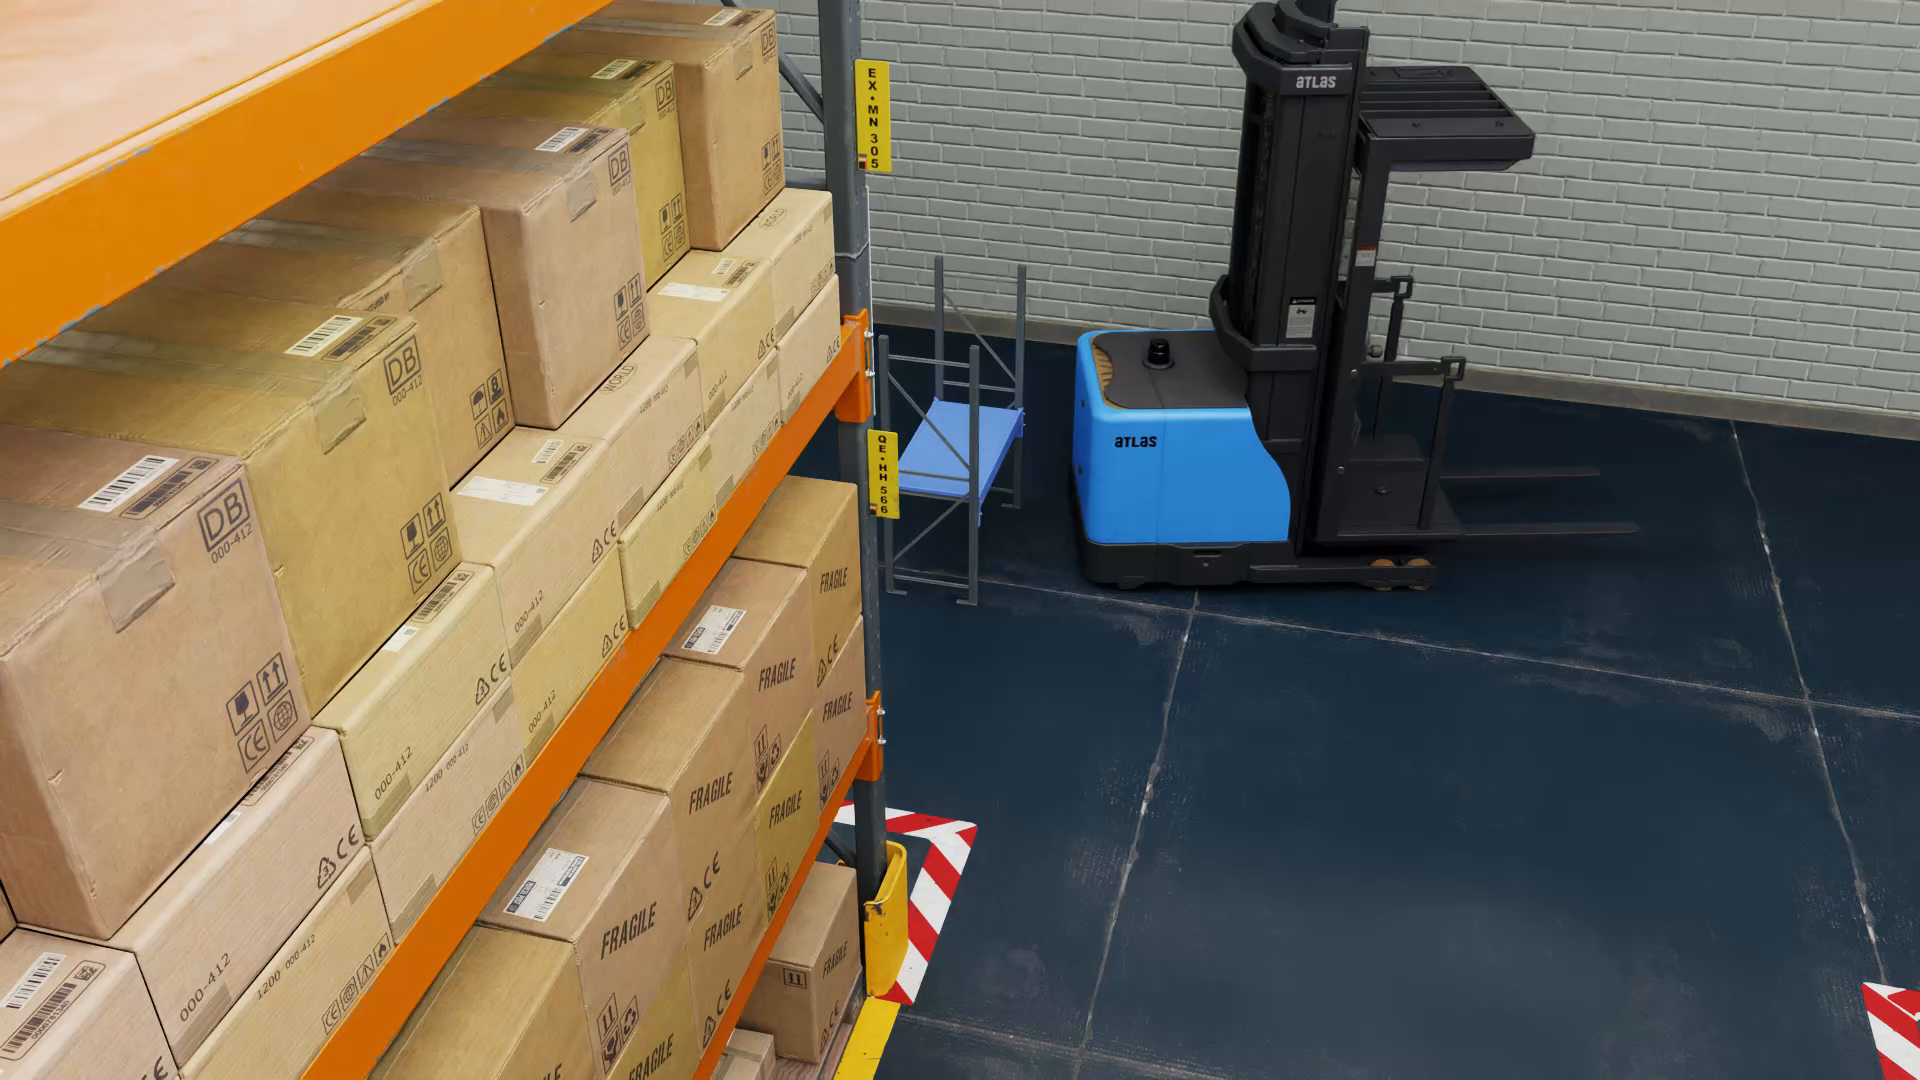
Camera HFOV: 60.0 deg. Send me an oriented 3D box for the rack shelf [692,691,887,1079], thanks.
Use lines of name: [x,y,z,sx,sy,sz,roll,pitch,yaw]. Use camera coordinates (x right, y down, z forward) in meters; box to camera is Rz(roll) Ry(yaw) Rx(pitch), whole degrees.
rack shelf: [-1.292,1.663,4.579,1.077,0.370,4.000,8,33,12]

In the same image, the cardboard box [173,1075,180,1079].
cardboard box: [-1.436,0.976,2.333,0.500,0.250,0.500,8,33,12]

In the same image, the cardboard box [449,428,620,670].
cardboard box: [-1.045,-0.012,3.421,0.500,0.250,0.500,8,33,12]

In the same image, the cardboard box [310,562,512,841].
cardboard box: [-1.172,0.247,3.013,0.500,0.250,0.500,8,33,12]

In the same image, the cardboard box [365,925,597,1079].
cardboard box: [-1.146,1.192,3.624,0.500,0.500,0.500,7,33,11]

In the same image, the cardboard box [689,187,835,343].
cardboard box: [-0.668,-0.791,4.646,0.500,0.250,0.500,8,33,12]

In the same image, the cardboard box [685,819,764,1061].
cardboard box: [-0.894,1.076,4.738,0.500,0.500,0.500,8,33,13]

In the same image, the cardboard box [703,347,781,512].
cardboard box: [-0.797,-0.321,4.372,0.500,0.250,0.500,8,33,12]

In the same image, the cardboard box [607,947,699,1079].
cardboard box: [-1.023,1.338,4.326,0.500,0.500,0.500,8,33,12]

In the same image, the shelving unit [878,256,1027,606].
shelving unit: [-0.022,-0.589,8.848,0.538,1.500,1.048,8,33,12]

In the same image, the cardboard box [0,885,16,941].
cardboard box: [-1.713,0.409,2.059,0.700,0.500,0.500,8,33,12]

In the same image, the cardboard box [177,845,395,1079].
cardboard box: [-1.305,0.717,2.740,0.500,0.250,0.500,8,33,12]

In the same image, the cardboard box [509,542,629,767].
cardboard box: [-1.054,0.198,3.557,0.500,0.250,0.500,8,33,12]

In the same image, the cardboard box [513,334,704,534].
cardboard box: [-0.925,-0.273,3.830,0.500,0.250,0.500,8,33,12]

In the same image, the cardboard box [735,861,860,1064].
cardboard box: [-0.684,1.506,6.075,0.500,0.500,0.500,8,33,12]

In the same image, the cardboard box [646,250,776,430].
cardboard box: [-0.794,-0.532,4.238,0.500,0.250,0.500,8,33,12]

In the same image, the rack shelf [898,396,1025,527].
rack shelf: [-0.022,-0.437,8.944,0.538,0.185,1.000,8,33,12]

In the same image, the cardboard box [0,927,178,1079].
cardboard box: [-1.435,0.765,2.199,0.500,0.250,0.500,8,33,12]

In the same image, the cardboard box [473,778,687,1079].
cardboard box: [-1.016,0.924,4.045,0.500,0.500,0.500,9,34,14]

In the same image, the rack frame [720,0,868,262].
rack frame: [-0.784,-2.211,4.409,1.000,3.000,0.127,8,33,12]

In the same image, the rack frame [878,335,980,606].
rack frame: [-0.151,-0.325,8.433,0.500,1.500,0.032,8,33,12]

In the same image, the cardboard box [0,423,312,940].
cardboard box: [-1.449,0.169,2.437,0.700,0.500,0.500,8,33,12]

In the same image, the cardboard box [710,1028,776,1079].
cardboard box: [-0.874,1.845,5.853,0.380,0.166,0.250,8,33,12]

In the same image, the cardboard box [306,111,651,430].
cardboard box: [-1.131,-0.618,3.675,0.700,0.500,0.500,8,33,12]

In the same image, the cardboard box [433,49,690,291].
cardboard box: [-1.107,-0.892,4.106,0.700,0.500,0.500,8,33,12]

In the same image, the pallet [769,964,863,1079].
pallet: [-1.005,1.951,6.054,1.003,0.211,1.213,8,33,12]

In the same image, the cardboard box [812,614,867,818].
cardboard box: [-0.634,0.548,5.568,0.500,0.500,0.500,9,34,14]

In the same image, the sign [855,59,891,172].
sign: [-0.252,-1.232,4.841,0.100,0.325,0.005,8,33,12]

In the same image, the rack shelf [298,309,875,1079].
rack shelf: [-1.292,0.397,3.774,1.077,0.370,4.000,8,33,12]

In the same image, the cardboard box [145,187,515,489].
cardboard box: [-1.348,-0.371,3.287,0.700,0.500,0.500,8,33,12]

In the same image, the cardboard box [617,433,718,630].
cardboard box: [-0.911,-0.060,3.962,0.500,0.250,0.500,8,33,12]

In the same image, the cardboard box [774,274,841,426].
cardboard box: [-0.659,-0.579,4.778,0.500,0.250,0.500,8,33,12]

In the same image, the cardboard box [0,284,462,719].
cardboard box: [-1.328,-0.091,2.846,0.700,0.500,0.500,8,33,12]

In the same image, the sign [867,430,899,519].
sign: [-0.252,-0.215,5.488,0.100,0.325,0.005,8,33,12]

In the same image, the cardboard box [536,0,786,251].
cardboard box: [-0.899,-1.140,4.496,0.700,0.500,0.500,8,33,12]

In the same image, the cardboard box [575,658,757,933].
cardboard box: [-0.885,0.657,4.465,0.500,0.500,0.500,9,34,14]

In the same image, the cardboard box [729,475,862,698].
cardboard box: [-0.631,0.125,5.301,0.500,0.500,0.500,8,33,12]

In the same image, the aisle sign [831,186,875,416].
aisle sign: [-0.470,-0.770,5.311,0.394,0.787,0.004,8,33,12]

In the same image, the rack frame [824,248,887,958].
rack frame: [-0.784,0.321,6.019,1.000,3.000,0.127,8,33,12]

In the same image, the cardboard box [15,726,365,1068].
cardboard box: [-1.310,0.505,2.607,0.500,0.250,0.500,8,33,12]

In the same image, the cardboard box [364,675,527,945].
cardboard box: [-1.177,0.458,3.148,0.500,0.250,0.500,8,33,12]

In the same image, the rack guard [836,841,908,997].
rack guard: [-0.803,1.416,6.627,1.175,0.500,0.348,8,33,12]

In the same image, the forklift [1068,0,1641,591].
forklift: [2.155,-1.251,8.556,3.031,2.935,1.130,-1,32,-2]

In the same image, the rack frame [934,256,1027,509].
rack frame: [0.107,-0.852,9.263,0.500,1.500,0.032,8,33,12]

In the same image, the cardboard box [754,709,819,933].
cardboard box: [-0.763,0.818,5.144,0.500,0.500,0.500,8,33,13]

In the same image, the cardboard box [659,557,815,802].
cardboard box: [-0.758,0.388,4.889,0.500,0.500,0.500,9,34,14]
